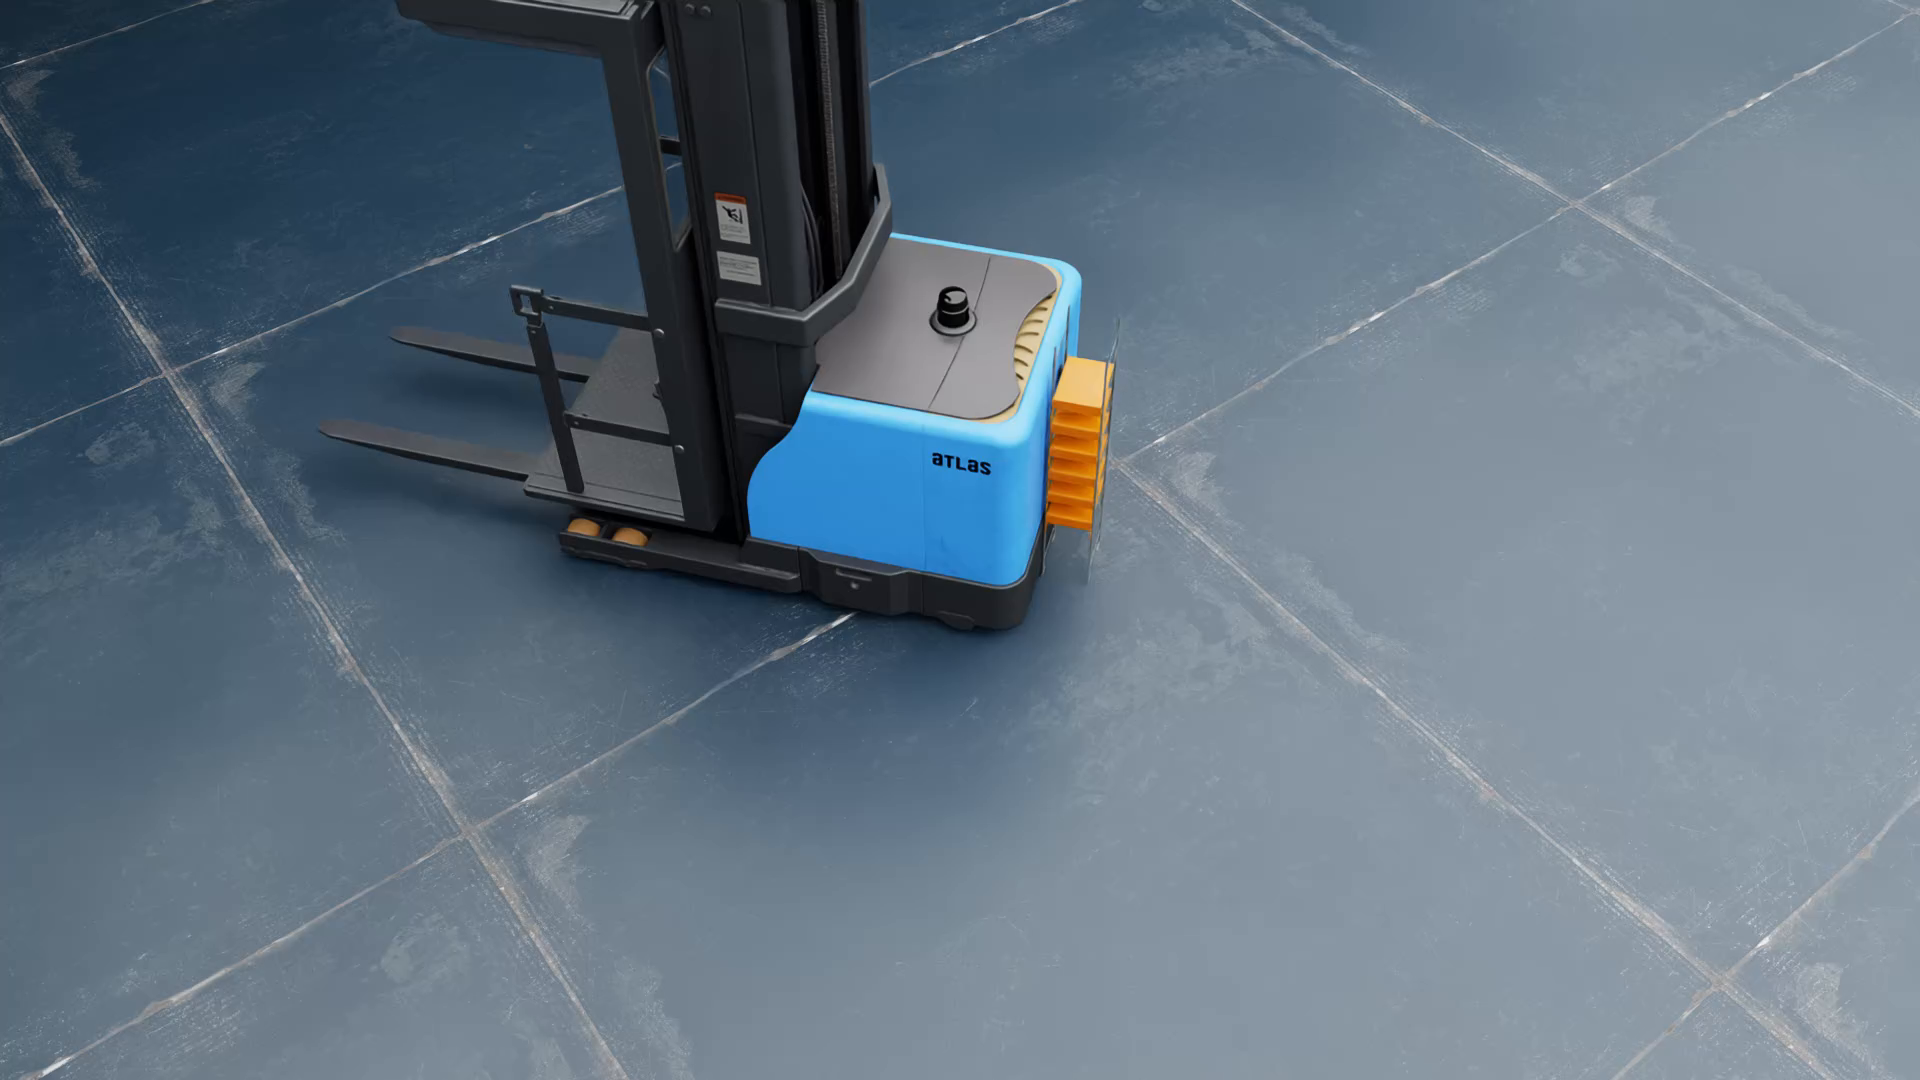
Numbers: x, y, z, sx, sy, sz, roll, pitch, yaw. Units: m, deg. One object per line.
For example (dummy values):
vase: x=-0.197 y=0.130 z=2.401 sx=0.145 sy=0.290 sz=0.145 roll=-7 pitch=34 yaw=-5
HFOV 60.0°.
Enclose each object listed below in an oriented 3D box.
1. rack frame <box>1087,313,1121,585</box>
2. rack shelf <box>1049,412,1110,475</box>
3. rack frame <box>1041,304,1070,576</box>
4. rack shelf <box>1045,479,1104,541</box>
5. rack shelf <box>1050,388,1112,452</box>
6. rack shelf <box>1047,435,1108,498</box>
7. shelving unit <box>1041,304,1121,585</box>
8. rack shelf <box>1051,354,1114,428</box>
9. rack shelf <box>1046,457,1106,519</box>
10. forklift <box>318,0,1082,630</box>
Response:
rack frame: x=0.534 y=-0.310 z=6.220 sx=0.006 sy=1.200 sz=0.240 roll=11 pitch=49 yaw=10
rack shelf: x=0.446 y=-0.378 z=6.179 sx=0.180 sy=0.103 sz=0.258 roll=11 pitch=49 yaw=10
rack frame: x=0.358 y=-0.344 z=6.251 sx=0.006 sy=1.200 sz=0.240 roll=11 pitch=49 yaw=10
rack shelf: x=0.446 y=-0.136 z=6.446 sx=0.180 sy=0.103 sz=0.258 roll=11 pitch=49 yaw=10
rack shelf: x=0.446 y=-0.458 z=6.091 sx=0.180 sy=0.103 sz=0.258 roll=11 pitch=49 yaw=10
rack shelf: x=0.446 y=-0.297 z=6.268 sx=0.180 sy=0.103 sz=0.258 roll=11 pitch=49 yaw=10
shelving unit: x=0.446 y=-0.327 z=6.235 sx=0.189 sy=1.200 sz=0.258 roll=11 pitch=49 yaw=10
rack shelf: x=0.446 y=-0.539 z=6.002 sx=0.180 sy=0.103 sz=0.258 roll=11 pitch=49 yaw=10
rack shelf: x=0.446 y=-0.217 z=6.357 sx=0.180 sy=0.103 sz=0.258 roll=11 pitch=49 yaw=10
forklift: x=-1.103 y=-1.240 z=5.895 sx=3.031 sy=2.935 sz=1.130 roll=11 pitch=49 yaw=10
